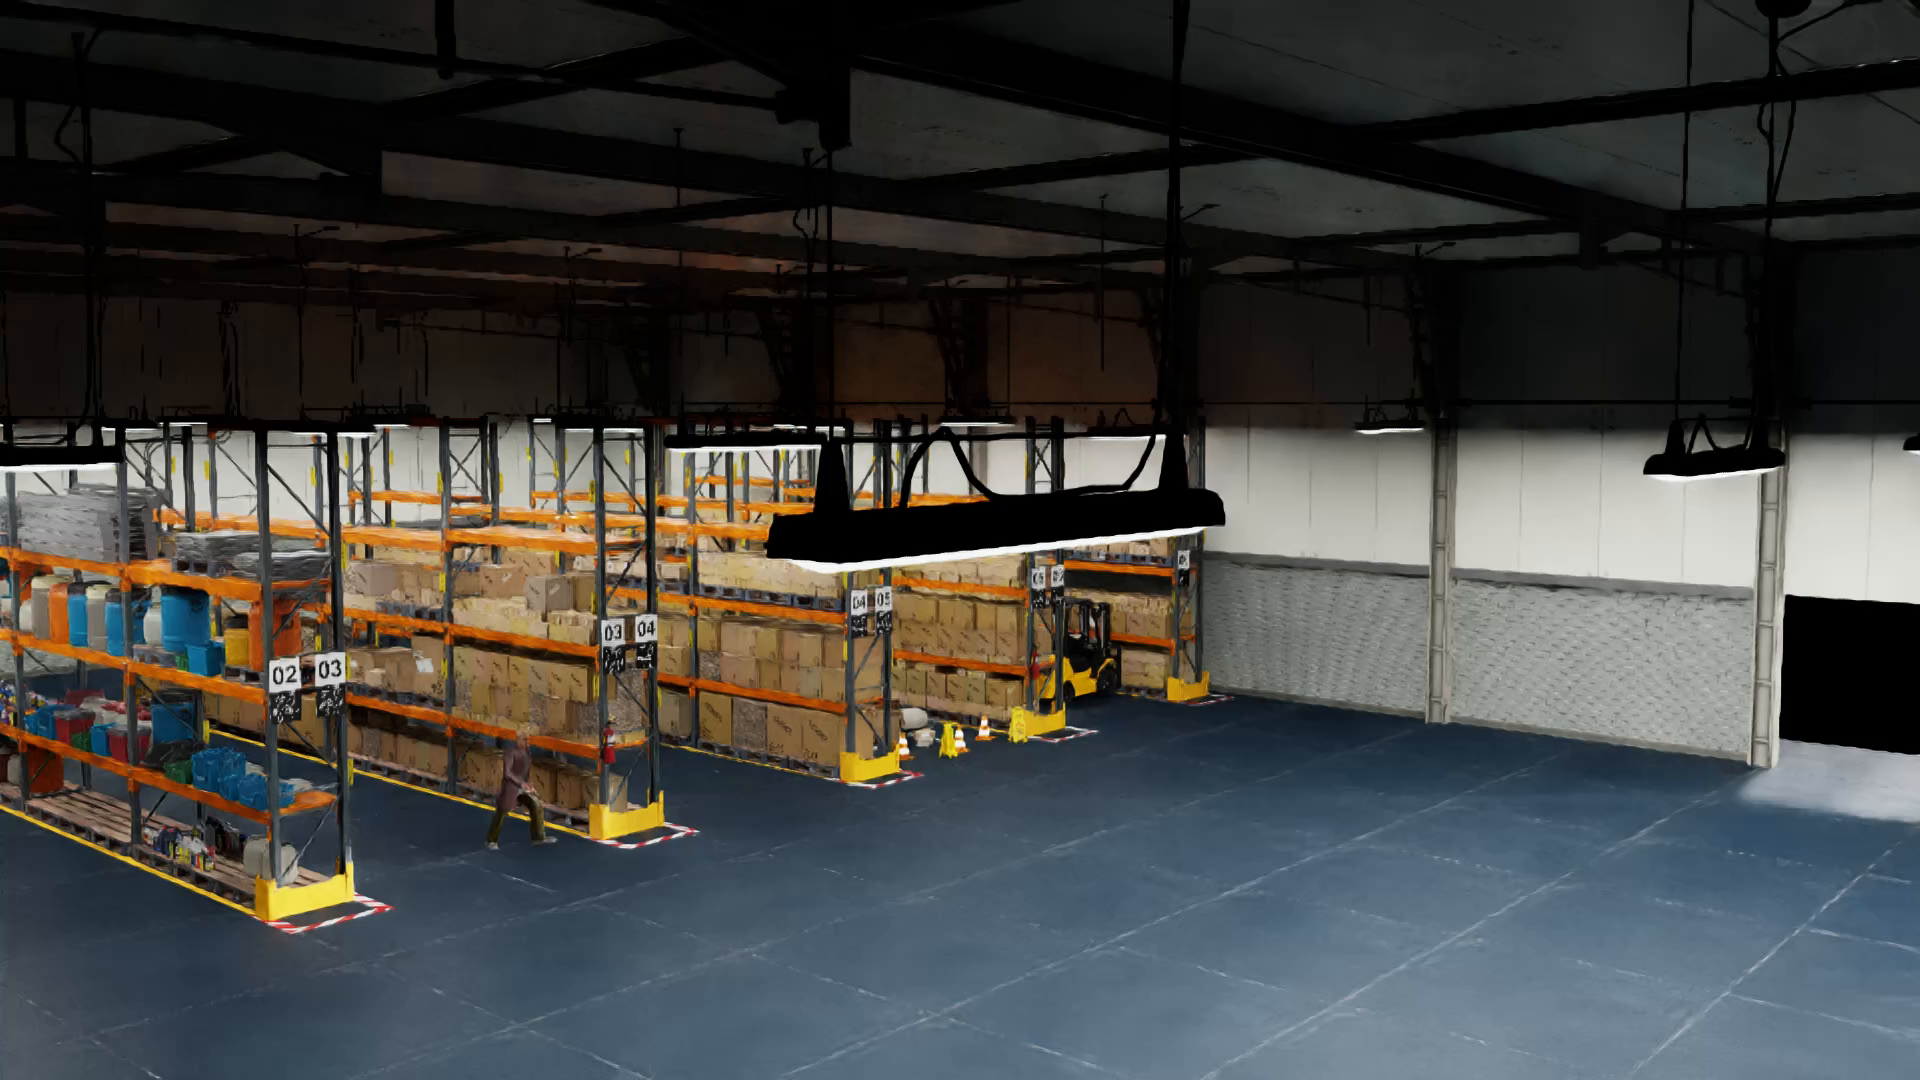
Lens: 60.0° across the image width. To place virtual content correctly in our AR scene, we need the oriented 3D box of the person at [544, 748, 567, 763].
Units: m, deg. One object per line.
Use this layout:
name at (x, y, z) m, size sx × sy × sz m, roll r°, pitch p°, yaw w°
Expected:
person at (-6.946, 3.092, 28.193) m, size 0.494 × 1.765 × 0.625 m, roll -2°, pitch 5°, yaw -22°

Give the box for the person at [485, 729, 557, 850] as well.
person at (-6.287, 3.510, 23.533) m, size 0.896 × 1.715 × 0.736 m, roll 2°, pitch 5°, yaw 25°
